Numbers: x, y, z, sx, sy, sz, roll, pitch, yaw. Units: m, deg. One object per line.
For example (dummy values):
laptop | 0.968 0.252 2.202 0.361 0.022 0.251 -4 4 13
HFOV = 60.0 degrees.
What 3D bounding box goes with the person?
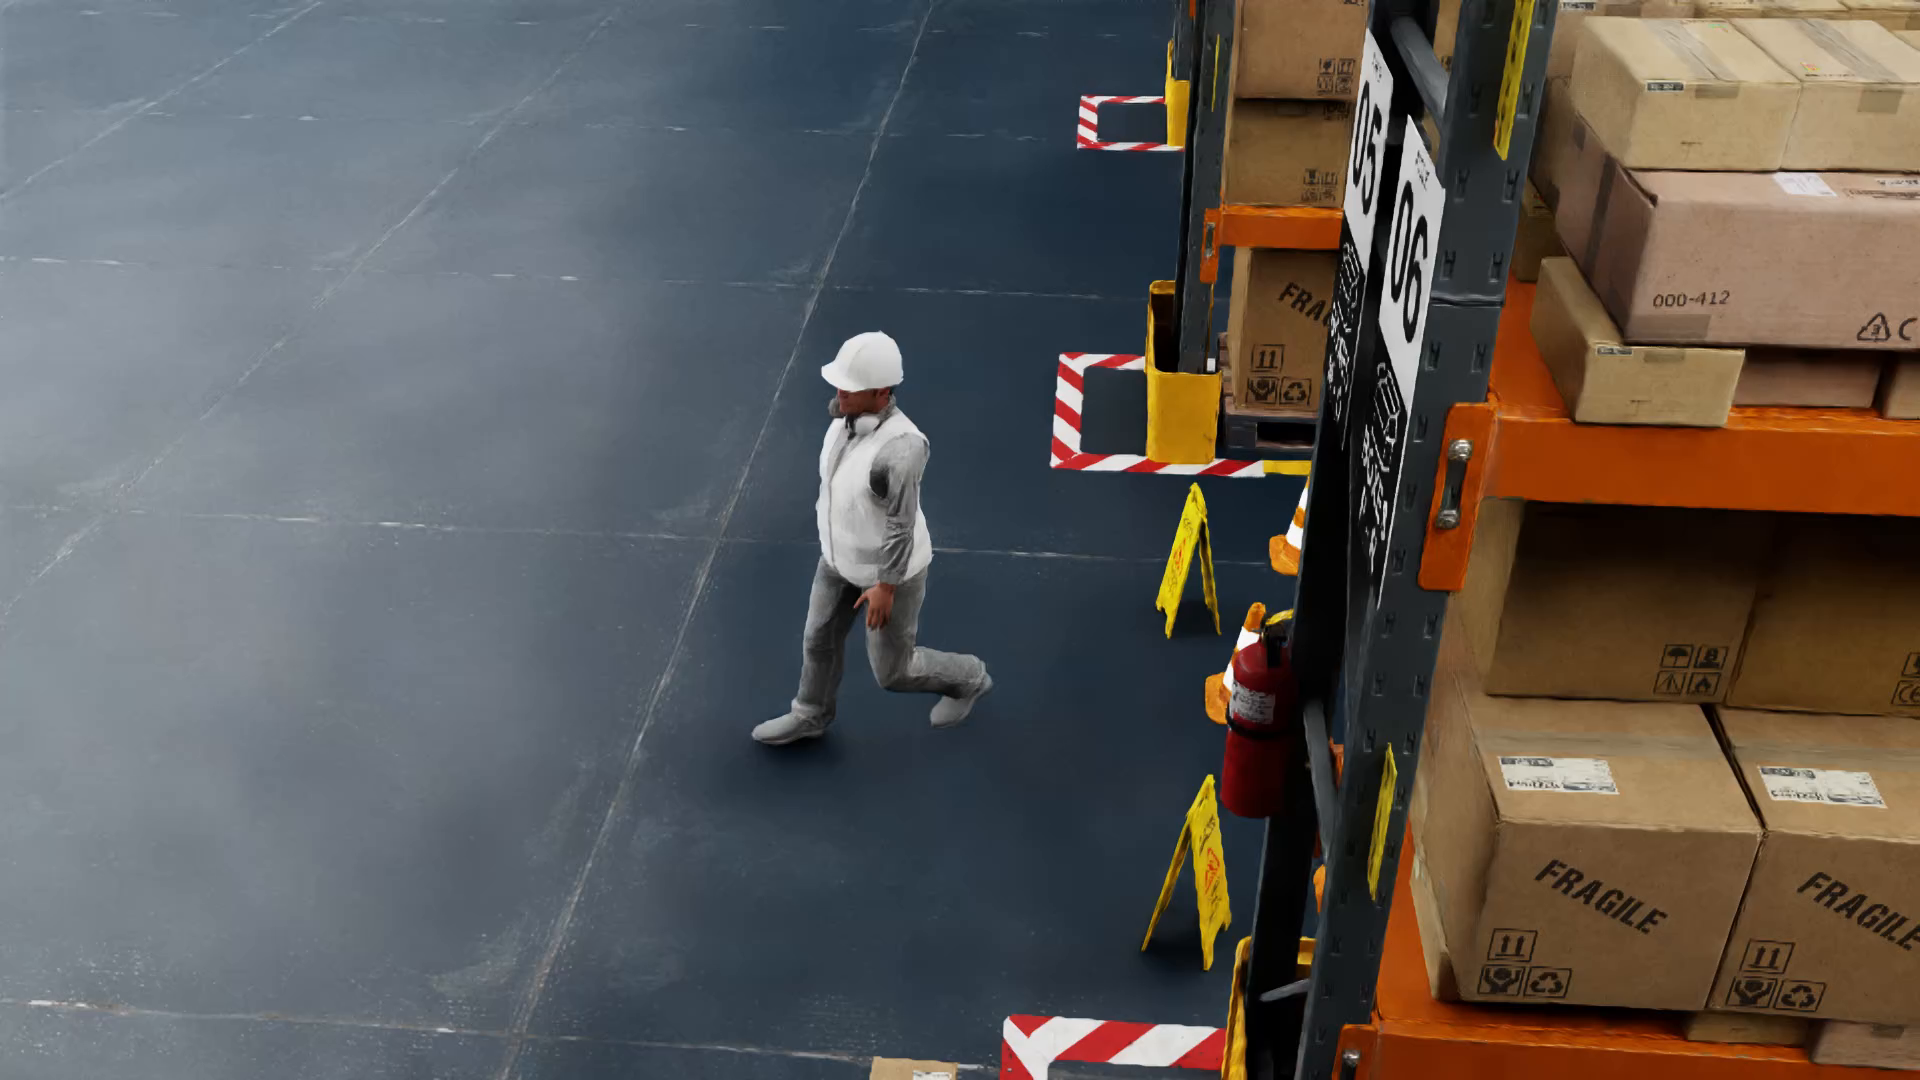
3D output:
person | -0.325 0.038 6.057 0.833 1.755 0.584 -21 38 -31
